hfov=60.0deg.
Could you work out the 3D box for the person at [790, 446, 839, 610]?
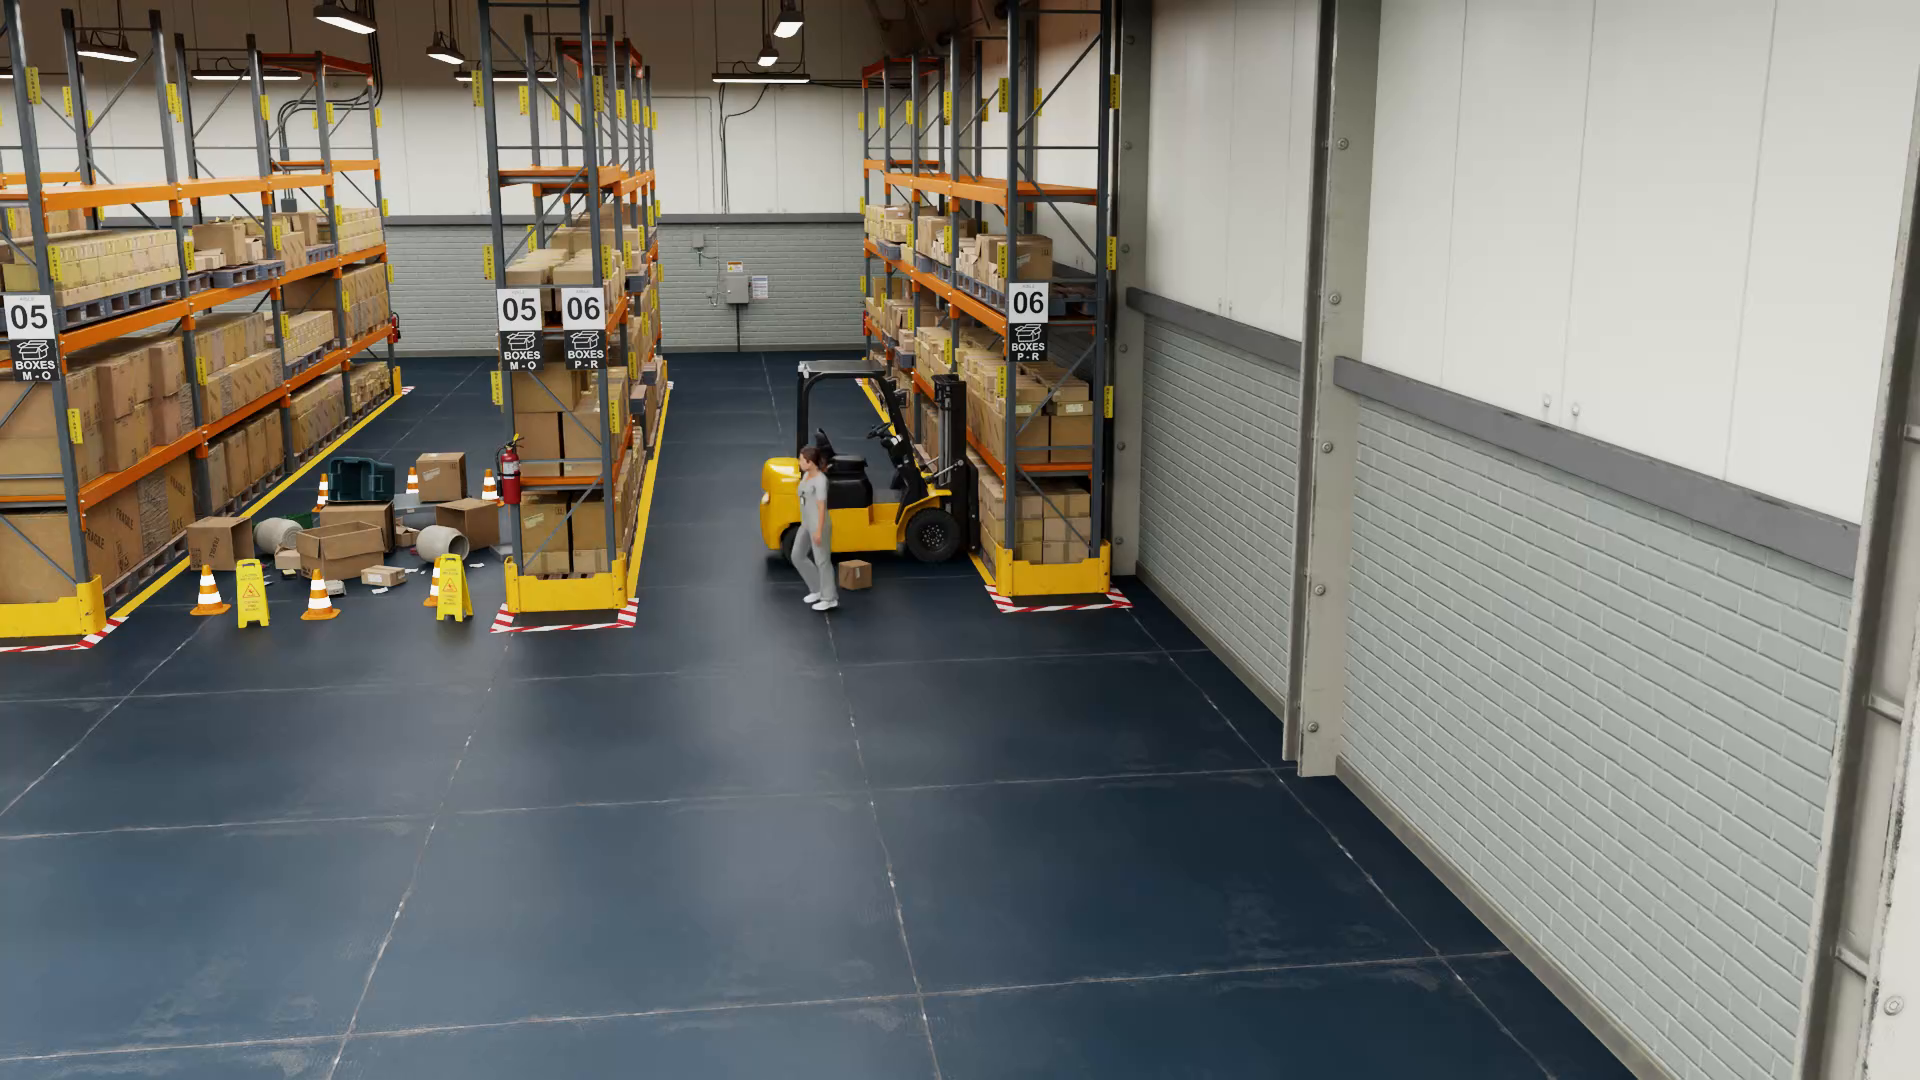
[{"bbox_3d":[-1.422,-0.128,16.440,0.426,1.665,0.520,-8,15,-31],"label":"person"}]
